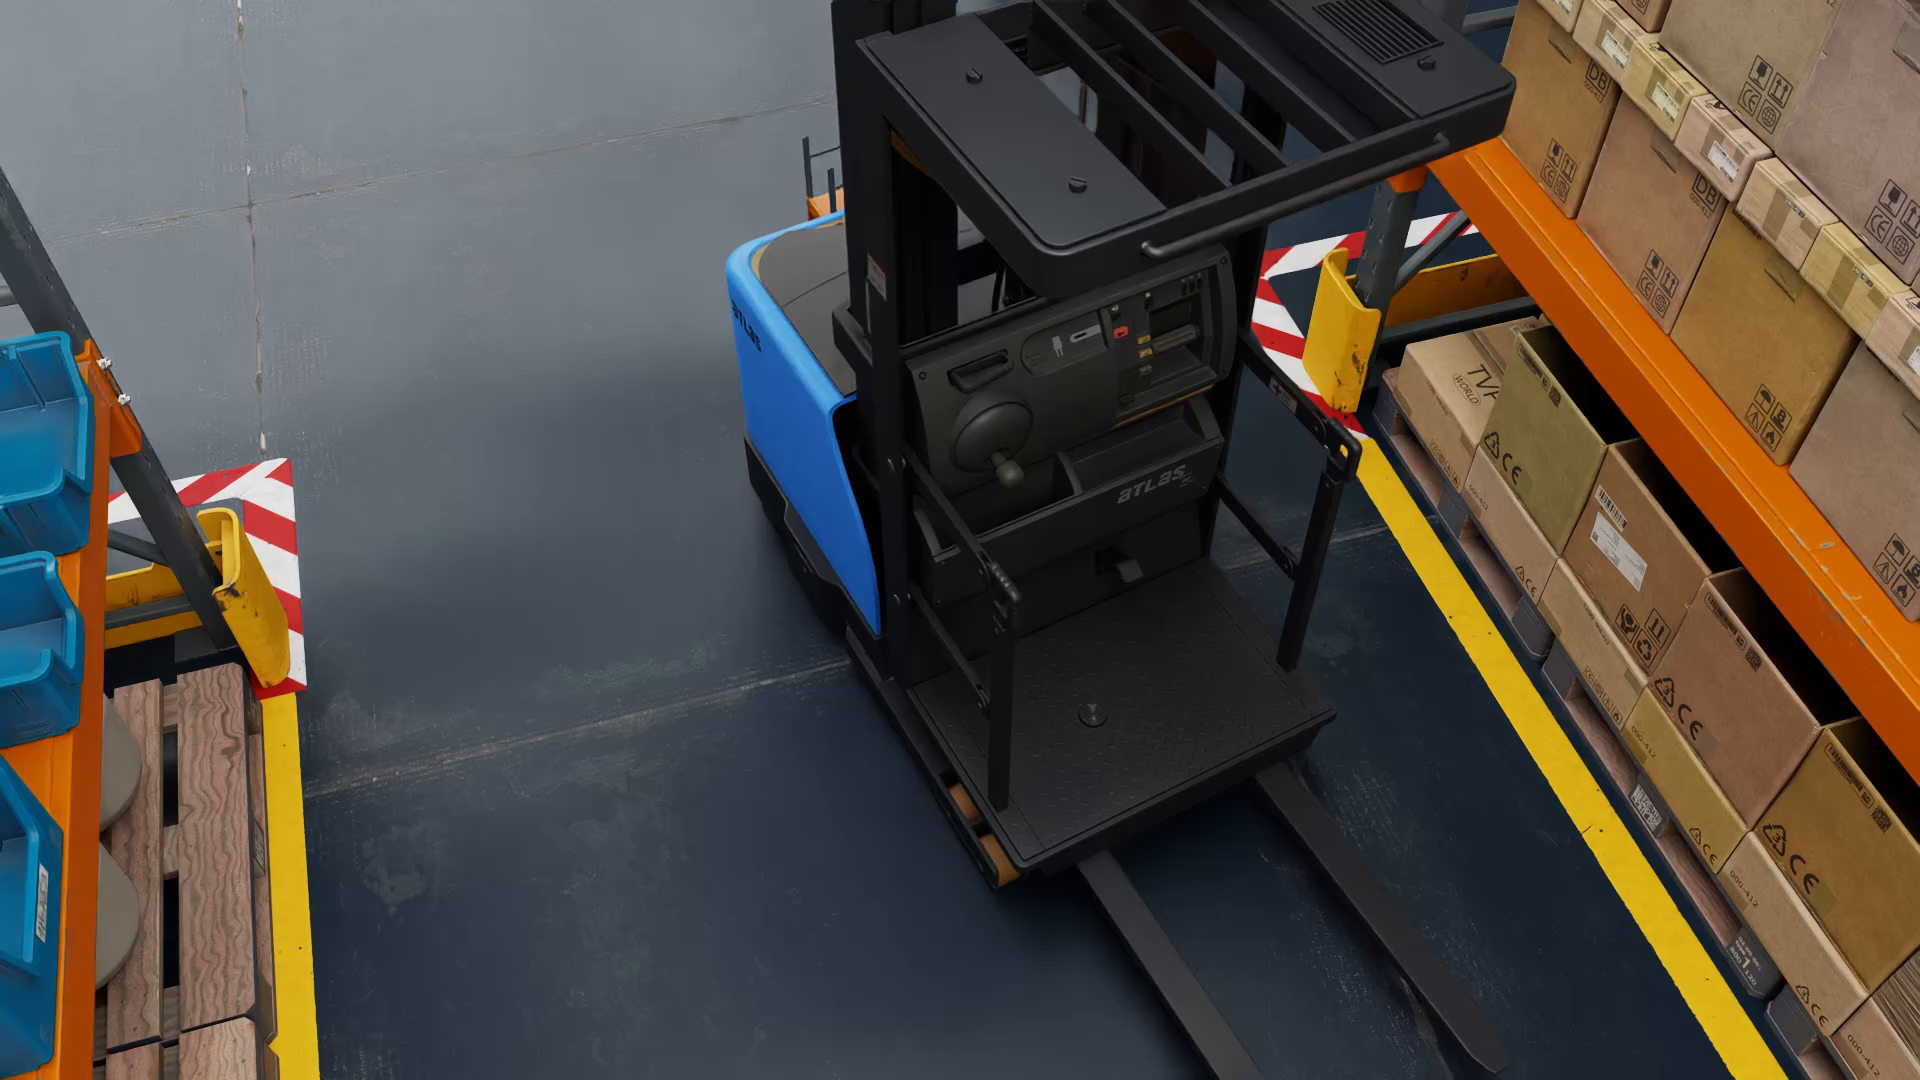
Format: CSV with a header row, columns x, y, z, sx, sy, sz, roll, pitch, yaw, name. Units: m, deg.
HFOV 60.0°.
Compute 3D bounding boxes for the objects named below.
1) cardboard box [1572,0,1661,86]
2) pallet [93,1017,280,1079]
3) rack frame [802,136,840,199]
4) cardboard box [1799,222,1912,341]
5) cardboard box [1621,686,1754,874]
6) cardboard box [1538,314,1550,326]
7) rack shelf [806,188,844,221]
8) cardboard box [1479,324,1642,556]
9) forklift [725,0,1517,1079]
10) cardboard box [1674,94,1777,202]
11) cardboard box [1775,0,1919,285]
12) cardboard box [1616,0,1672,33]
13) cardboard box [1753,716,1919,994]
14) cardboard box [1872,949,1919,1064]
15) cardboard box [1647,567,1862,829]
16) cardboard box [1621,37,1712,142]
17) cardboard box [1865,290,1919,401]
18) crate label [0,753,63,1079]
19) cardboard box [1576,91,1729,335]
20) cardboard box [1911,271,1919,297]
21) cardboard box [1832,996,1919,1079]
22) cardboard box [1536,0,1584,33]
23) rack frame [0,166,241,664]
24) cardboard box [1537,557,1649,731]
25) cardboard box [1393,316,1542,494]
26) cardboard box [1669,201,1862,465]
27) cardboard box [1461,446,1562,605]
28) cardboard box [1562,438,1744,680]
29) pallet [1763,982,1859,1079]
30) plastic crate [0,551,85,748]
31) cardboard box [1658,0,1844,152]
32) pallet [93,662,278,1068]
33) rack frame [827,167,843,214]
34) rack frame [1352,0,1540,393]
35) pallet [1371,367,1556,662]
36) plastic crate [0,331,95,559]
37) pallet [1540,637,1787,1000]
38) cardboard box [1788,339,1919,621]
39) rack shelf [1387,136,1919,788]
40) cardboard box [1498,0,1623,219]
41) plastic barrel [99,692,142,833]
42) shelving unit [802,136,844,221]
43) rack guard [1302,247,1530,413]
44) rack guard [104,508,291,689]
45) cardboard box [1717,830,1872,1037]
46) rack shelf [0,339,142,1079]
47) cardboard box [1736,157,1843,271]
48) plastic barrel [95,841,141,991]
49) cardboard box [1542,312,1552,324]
x,y,z,sx,sy,sz,roll,pitch,yaw,name
1.890,-1.376,4.459,0.380,0.149,0.250,-15,51,-12,cardboard box
-2.174,1.882,4.025,1.003,0.211,1.213,-13,51,-11,pallet
-0.393,-0.927,5.747,0.240,1.200,0.006,-23,54,-18,rack frame
2.192,-0.628,3.828,0.380,0.149,0.250,-14,51,-11,cardboard box
2.287,0.626,4.784,0.500,0.250,0.500,-13,51,-11,cardboard box
2.340,-0.587,5.807,0.500,0.250,0.500,-13,51,-11,cardboard box
-0.349,-1.069,5.454,0.258,0.103,0.180,-23,54,-18,rack shelf
1.995,-0.347,5.114,0.500,0.500,0.500,-13,51,-11,cardboard box
0.411,-0.335,4.115,1.130,2.935,3.031,-23,54,-18,forklift
2.035,-1.009,4.149,0.380,0.149,0.250,-14,51,-12,cardboard box
2.351,-0.980,3.700,0.700,0.500,0.500,-13,51,-11,cardboard box
2.041,-1.730,4.333,0.700,0.500,0.500,-13,51,-11,cardboard box
2.448,0.747,4.192,0.500,0.500,0.500,-13,51,-11,cardboard box
2.599,1.111,3.885,0.500,0.500,0.500,-13,51,-11,cardboard box
2.286,0.385,4.497,0.500,0.500,0.500,-13,51,-11,cardboard box
1.963,-1.194,4.305,0.380,0.149,0.250,-13,51,-11,cardboard box
2.263,-0.446,3.674,0.380,0.149,0.250,-13,51,-11,cardboard box
-2.031,0.726,3.153,0.502,0.435,0.616,-13,51,-11,crate label
2.185,-0.968,4.539,0.700,0.500,0.500,-12,51,-10,cardboard box
2.499,-0.614,3.392,0.700,0.500,0.500,-13,51,-11,cardboard box
2.598,1.353,4.171,0.500,0.250,0.500,-13,51,-11,cardboard box
1.809,-1.569,4.621,0.380,0.149,0.250,-14,51,-11,cardboard box
-2.834,-0.545,4.248,1.000,3.000,0.127,-13,51,-11,rack frame
2.144,0.260,5.093,0.500,0.250,0.500,-13,51,-11,cardboard box
1.845,-0.470,5.708,0.500,0.250,0.500,-13,51,-11,cardboard box
2.326,-0.604,4.232,0.700,0.500,0.500,-13,51,-11,cardboard box
1.997,-0.105,5.401,0.500,0.250,0.500,-13,51,-11,cardboard box
2.155,0.016,4.808,0.500,0.500,0.500,-13,51,-11,cardboard box
2.887,1.567,4.291,1.003,0.211,1.213,-13,51,-11,pallet
-2.213,0.276,3.653,0.499,0.251,0.408,-13,51,-11,plastic crate
2.201,-1.348,4.010,0.700,0.500,0.500,-15,51,-12,cardboard box
-2.531,0.993,4.775,1.003,0.211,1.213,-13,51,-11,pallet
-0.305,-0.805,5.644,0.240,1.200,0.006,-23,54,-18,rack frame
1.899,-1.663,5.190,1.000,3.000,0.127,-13,51,-11,rack frame
2.165,-0.215,5.793,1.003,0.211,1.213,-13,51,-11,pallet
-2.400,-0.199,4.054,0.499,0.251,0.616,-13,51,-11,plastic crate
2.522,0.675,5.043,1.003,0.211,1.213,-13,51,-11,pallet
2.485,-0.221,3.909,0.700,0.500,0.500,-12,51,-10,cardboard box
2.491,0.030,4.233,1.077,0.370,4.000,-13,51,-11,rack shelf
2.025,-1.351,4.862,0.700,0.500,0.500,-13,51,-11,cardboard box
-2.566,0.585,4.648,0.421,0.512,0.421,0,50,0,plastic barrel
-0.349,-0.866,5.695,0.258,1.200,0.189,-23,54,-18,shelving unit
1.892,-0.874,6.160,1.175,0.500,0.348,-13,51,-11,rack guard
-2.766,0.305,5.166,1.175,0.500,0.348,-13,51,-11,rack guard
2.436,0.991,4.476,0.500,0.250,0.500,-13,51,-11,cardboard box
-2.242,1.147,3.291,1.077,0.370,4.000,-13,51,-11,rack shelf
2.116,-0.815,3.985,0.380,0.149,0.250,-15,51,-12,cardboard box
-2.418,0.951,4.339,0.421,0.512,0.421,0,50,0,plastic barrel
2.342,-0.829,5.520,0.500,0.500,0.500,-13,51,-11,cardboard box
